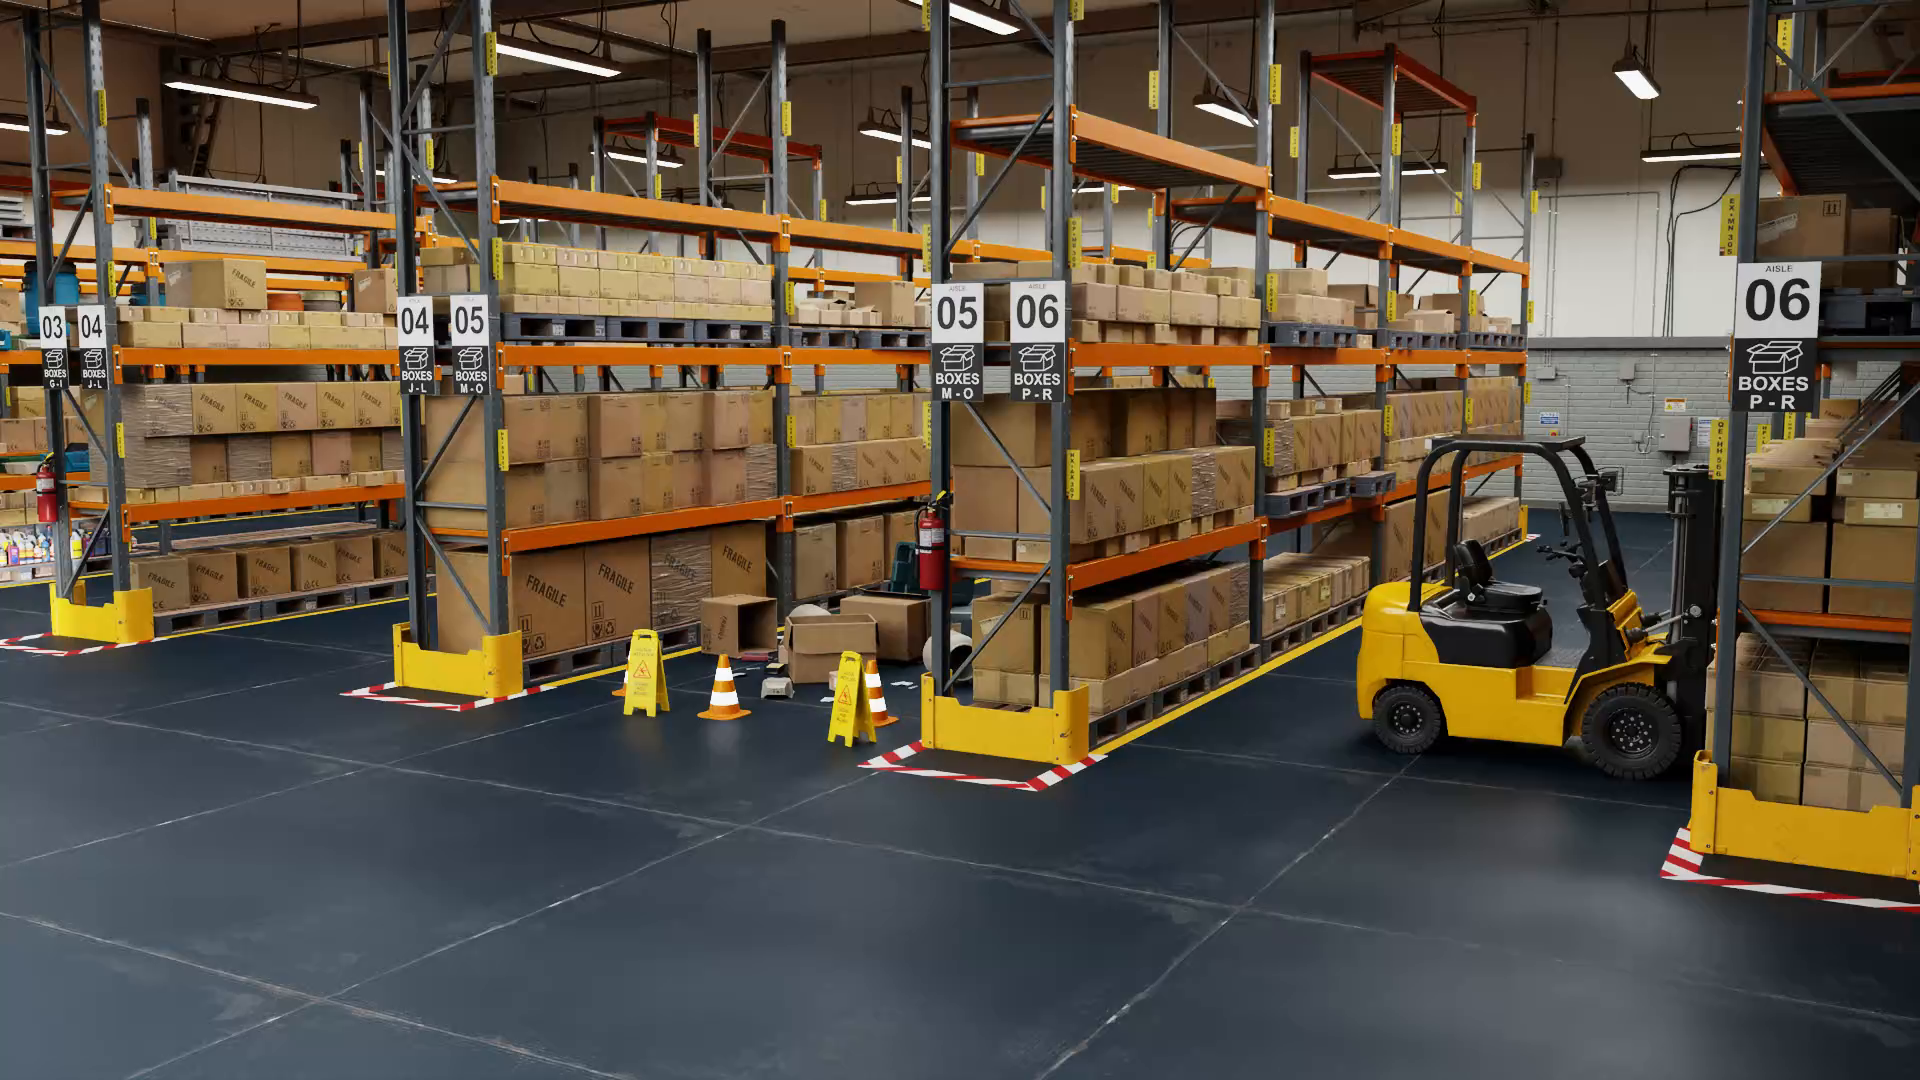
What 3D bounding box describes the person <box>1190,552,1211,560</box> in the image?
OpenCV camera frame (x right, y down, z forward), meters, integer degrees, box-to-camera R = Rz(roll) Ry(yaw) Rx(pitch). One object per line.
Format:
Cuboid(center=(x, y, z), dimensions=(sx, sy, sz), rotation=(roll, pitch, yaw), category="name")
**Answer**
Cuboid(center=(3.021, -0.326, 20.495), dimensions=(0.426, 1.567, 0.783), rotation=(5, 8, 40), category="person")
